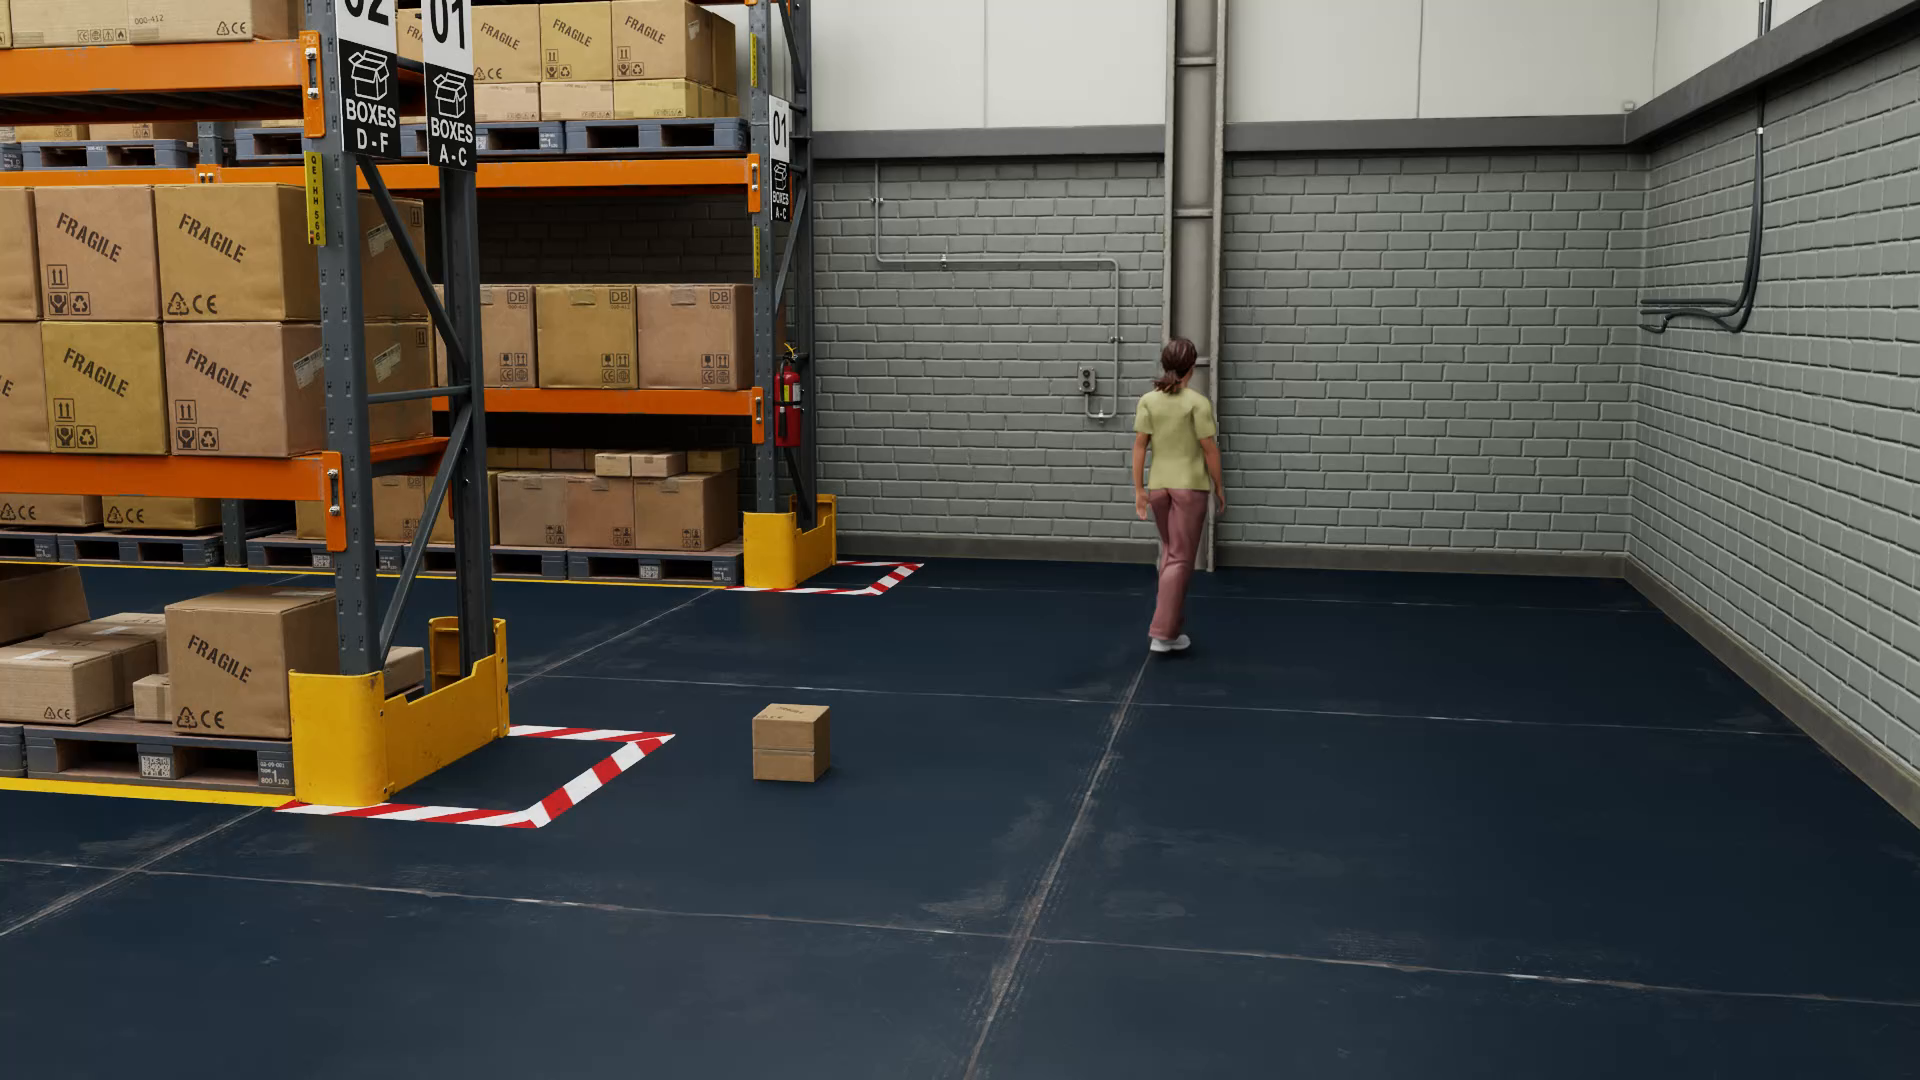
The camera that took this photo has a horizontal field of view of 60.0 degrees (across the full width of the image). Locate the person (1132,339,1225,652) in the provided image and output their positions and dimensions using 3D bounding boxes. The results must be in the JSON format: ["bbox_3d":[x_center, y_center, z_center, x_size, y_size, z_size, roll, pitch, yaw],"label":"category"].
[{"bbox_3d":[1.189,-0.210,8.901,0.444,1.722,0.535,7,10,39],"label":"person"}]
